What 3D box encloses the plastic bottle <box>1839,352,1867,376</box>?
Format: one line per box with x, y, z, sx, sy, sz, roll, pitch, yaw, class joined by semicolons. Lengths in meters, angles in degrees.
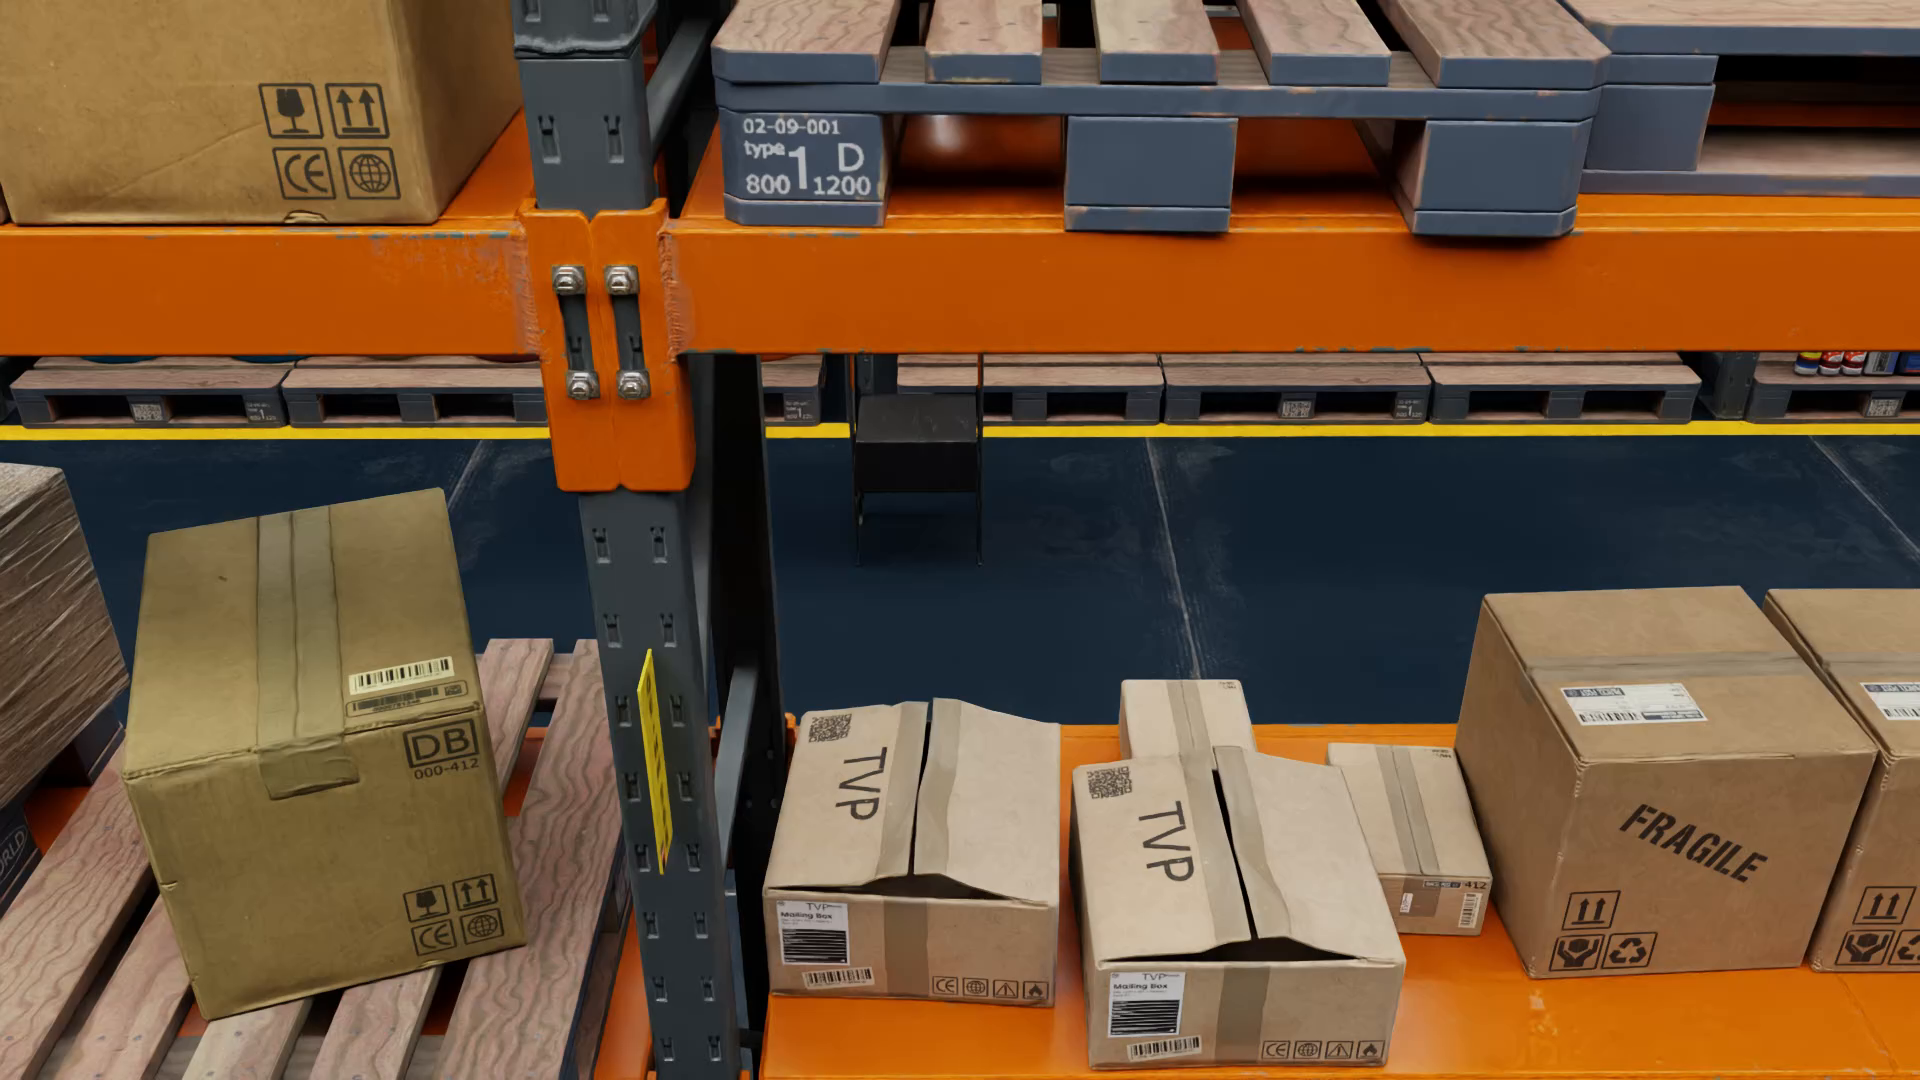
4.064;-0.858;7.547;0.097;0.201;0.097;0;31;0;plastic bottle

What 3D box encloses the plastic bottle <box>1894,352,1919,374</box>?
4.349;-0.935;7.529;0.185;0.351;0.144;1;31;1;plastic bottle

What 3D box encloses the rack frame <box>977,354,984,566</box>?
0.078;-0.898;6.206;0.015;2.100;0.400;0;31;0;rack frame

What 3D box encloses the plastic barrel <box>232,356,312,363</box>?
-3.208;-1.345;7.693;0.708;0.901;0.600;0;31;0;plastic barrel

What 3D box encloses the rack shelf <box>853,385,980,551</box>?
-0.166;-0.287;6.575;0.480;0.518;0.431;0;31;0;rack shelf

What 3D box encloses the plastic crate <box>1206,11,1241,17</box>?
1.158;-1.954;7.017;0.583;0.464;0.402;0;31;0;plastic crate

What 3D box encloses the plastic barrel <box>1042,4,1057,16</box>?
0.567;-2.242;7.445;0.421;0.512;0.421;0;31;0;plastic barrel

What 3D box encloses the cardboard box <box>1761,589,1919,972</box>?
1.770;0.431;3.051;0.500;0.500;0.500;0;31;0;cardboard box

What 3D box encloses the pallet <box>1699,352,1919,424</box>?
4.212;-0.881;7.998;1.213;0.211;1.003;0;31;0;pallet

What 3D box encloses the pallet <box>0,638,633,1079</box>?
-1.111;0.610;3.038;1.003;0.211;1.213;0;31;0;pallet

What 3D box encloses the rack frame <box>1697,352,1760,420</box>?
3.540;-2.092;7.307;0.127;3.000;1.000;0;31;0;rack frame

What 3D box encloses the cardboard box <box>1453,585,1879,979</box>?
1.244;0.433;3.048;0.500;0.500;0.500;-2;31;-3;cardboard box

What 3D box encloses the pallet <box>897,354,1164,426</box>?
0.315;-0.870;7.981;1.213;0.211;1.003;0;31;0;pallet

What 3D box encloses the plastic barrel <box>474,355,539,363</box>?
-2.079;-1.215;7.780;0.708;0.588;0.600;0;31;0;plastic barrel

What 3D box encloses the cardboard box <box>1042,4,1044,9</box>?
0.734;-3.789;12.089;0.500;0.500;0.700;-3;31;-4;cardboard box

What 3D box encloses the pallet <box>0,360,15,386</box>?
-5.195;-0.853;7.952;1.213;0.211;1.003;0;31;0;pallet

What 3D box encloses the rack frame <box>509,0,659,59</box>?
-0.434;-2.075;1.495;0.127;3.000;1.000;0;31;0;rack frame

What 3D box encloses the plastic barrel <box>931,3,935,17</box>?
0.002;-2.297;7.513;0.708;0.536;0.600;0;31;0;plastic barrel

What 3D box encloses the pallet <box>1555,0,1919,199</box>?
1.362;-0.766;2.411;1.213;0.211;1.003;1;31;2;pallet

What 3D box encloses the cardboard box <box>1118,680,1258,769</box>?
0.464;0.451;3.358;0.250;0.149;0.380;0;31;0;cardboard box

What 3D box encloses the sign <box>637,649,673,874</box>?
-0.421;0.310;2.308;0.005;0.325;0.100;0;31;0;sign

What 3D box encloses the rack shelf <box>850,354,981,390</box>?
-0.166;-0.886;6.212;0.480;0.518;0.431;0;31;0;rack shelf

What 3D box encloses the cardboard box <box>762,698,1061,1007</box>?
-0.070;0.549;3.039;0.500;0.311;0.500;2;31;3;cardboard box

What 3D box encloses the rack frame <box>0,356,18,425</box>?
-4.460;-2.067;7.266;0.127;3.000;1.000;0;31;0;rack frame

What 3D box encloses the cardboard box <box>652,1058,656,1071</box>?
-0.891;1.223;3.828;0.500;0.500;0.500;1;31;2;cardboard box

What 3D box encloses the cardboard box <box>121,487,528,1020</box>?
-1.063;0.328;2.817;0.500;0.500;0.700;-11;33;-17;cardboard box

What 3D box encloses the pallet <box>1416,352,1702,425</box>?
2.755;-0.878;7.993;1.213;0.211;1.003;0;31;0;pallet

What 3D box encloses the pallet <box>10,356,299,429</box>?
-3.688;-0.856;7.957;1.213;0.211;1.003;0;31;0;pallet

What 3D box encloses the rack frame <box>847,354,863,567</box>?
-0.410;-0.896;6.203;0.015;2.100;0.400;0;31;0;rack frame

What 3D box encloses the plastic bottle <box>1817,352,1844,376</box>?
3.963;-0.858;7.546;0.097;0.201;0.097;0;31;0;plastic bottle

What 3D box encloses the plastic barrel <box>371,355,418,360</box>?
-2.643;-1.134;7.721;0.421;0.512;0.421;0;31;0;plastic barrel

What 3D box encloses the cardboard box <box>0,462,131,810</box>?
-1.979;0.231;2.976;0.500;0.500;0.700;6;32;9;cardboard box

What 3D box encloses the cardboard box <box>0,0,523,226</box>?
-0.870;-0.817;2.217;0.500;0.500;0.910;0;31;0;cardboard box

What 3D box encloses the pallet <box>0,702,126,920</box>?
-2.379;0.580;3.087;1.213;0.211;1.003;0;31;0;pallet

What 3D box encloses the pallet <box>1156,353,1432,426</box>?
1.532;-0.872;7.984;1.213;0.211;1.003;0;31;0;pallet

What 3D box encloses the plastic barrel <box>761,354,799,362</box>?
-0.949;-1.321;7.723;0.708;0.830;0.600;0;31;0;plastic barrel

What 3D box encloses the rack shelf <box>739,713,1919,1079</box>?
1.566;0.791;3.249;4.000;0.370;1.077;0;31;0;rack shelf

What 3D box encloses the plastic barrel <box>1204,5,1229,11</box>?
0.988;-2.243;7.447;0.421;0.512;0.421;0;31;0;plastic barrel

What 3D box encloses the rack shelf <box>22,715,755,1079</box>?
-2.434;0.803;3.228;4.000;0.370;1.077;0;31;0;rack shelf

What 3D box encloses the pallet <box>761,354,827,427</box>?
-1.248;-0.864;7.970;1.213;0.211;1.003;0;31;0;pallet

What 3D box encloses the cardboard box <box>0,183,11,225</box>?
-1.380;-0.815;2.214;0.500;0.500;0.910;0;31;0;cardboard box

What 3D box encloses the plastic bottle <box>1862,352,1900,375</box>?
4.184;-0.905;7.551;0.135;0.276;0.152;1;31;2;plastic bottle

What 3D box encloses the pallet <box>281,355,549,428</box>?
-2.465;-0.861;7.966;1.213;0.211;1.003;0;31;0;pallet

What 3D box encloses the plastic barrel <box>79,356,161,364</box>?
-3.916;-1.343;7.689;0.708;0.901;0.600;0;31;0;plastic barrel

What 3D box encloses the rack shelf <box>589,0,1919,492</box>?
1.566;-0.492;2.470;4.000;0.370;1.077;0;31;0;rack shelf

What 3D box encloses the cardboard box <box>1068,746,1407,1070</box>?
0.461;0.625;2.914;0.500;0.311;0.500;-1;31;-1;cardboard box

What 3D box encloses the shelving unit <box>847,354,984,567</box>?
-0.166;-0.897;6.205;0.503;2.100;0.431;0;31;0;shelving unit

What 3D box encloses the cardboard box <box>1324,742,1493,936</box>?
0.841;0.564;3.171;0.250;0.149;0.380;2;31;3;cardboard box

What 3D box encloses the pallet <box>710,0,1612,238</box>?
0.244;-0.761;2.402;1.003;0.211;1.213;1;31;2;pallet

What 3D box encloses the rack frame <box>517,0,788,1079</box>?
-0.434;0.489;3.052;0.127;3.000;1.000;0;31;0;rack frame

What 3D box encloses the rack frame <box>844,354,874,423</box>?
-0.460;-2.080;7.286;0.127;3.000;1.000;0;31;0;rack frame

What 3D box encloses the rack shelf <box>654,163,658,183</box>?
-2.460;-1.766;7.463;4.000;0.370;1.077;0;31;0;rack shelf

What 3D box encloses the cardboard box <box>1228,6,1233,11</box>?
1.859;-3.797;12.101;0.500;0.500;0.700;-3;31;-5;cardboard box

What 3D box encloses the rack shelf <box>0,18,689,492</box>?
-2.434;-0.479;2.450;4.000;0.370;1.077;0;31;0;rack shelf

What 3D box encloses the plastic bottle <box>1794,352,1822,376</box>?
3.861;-0.888;7.527;0.097;0.271;0.097;0;31;0;plastic bottle

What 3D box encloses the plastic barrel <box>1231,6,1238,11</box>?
1.415;-2.258;7.448;0.433;0.535;0.433;0;31;0;plastic barrel
